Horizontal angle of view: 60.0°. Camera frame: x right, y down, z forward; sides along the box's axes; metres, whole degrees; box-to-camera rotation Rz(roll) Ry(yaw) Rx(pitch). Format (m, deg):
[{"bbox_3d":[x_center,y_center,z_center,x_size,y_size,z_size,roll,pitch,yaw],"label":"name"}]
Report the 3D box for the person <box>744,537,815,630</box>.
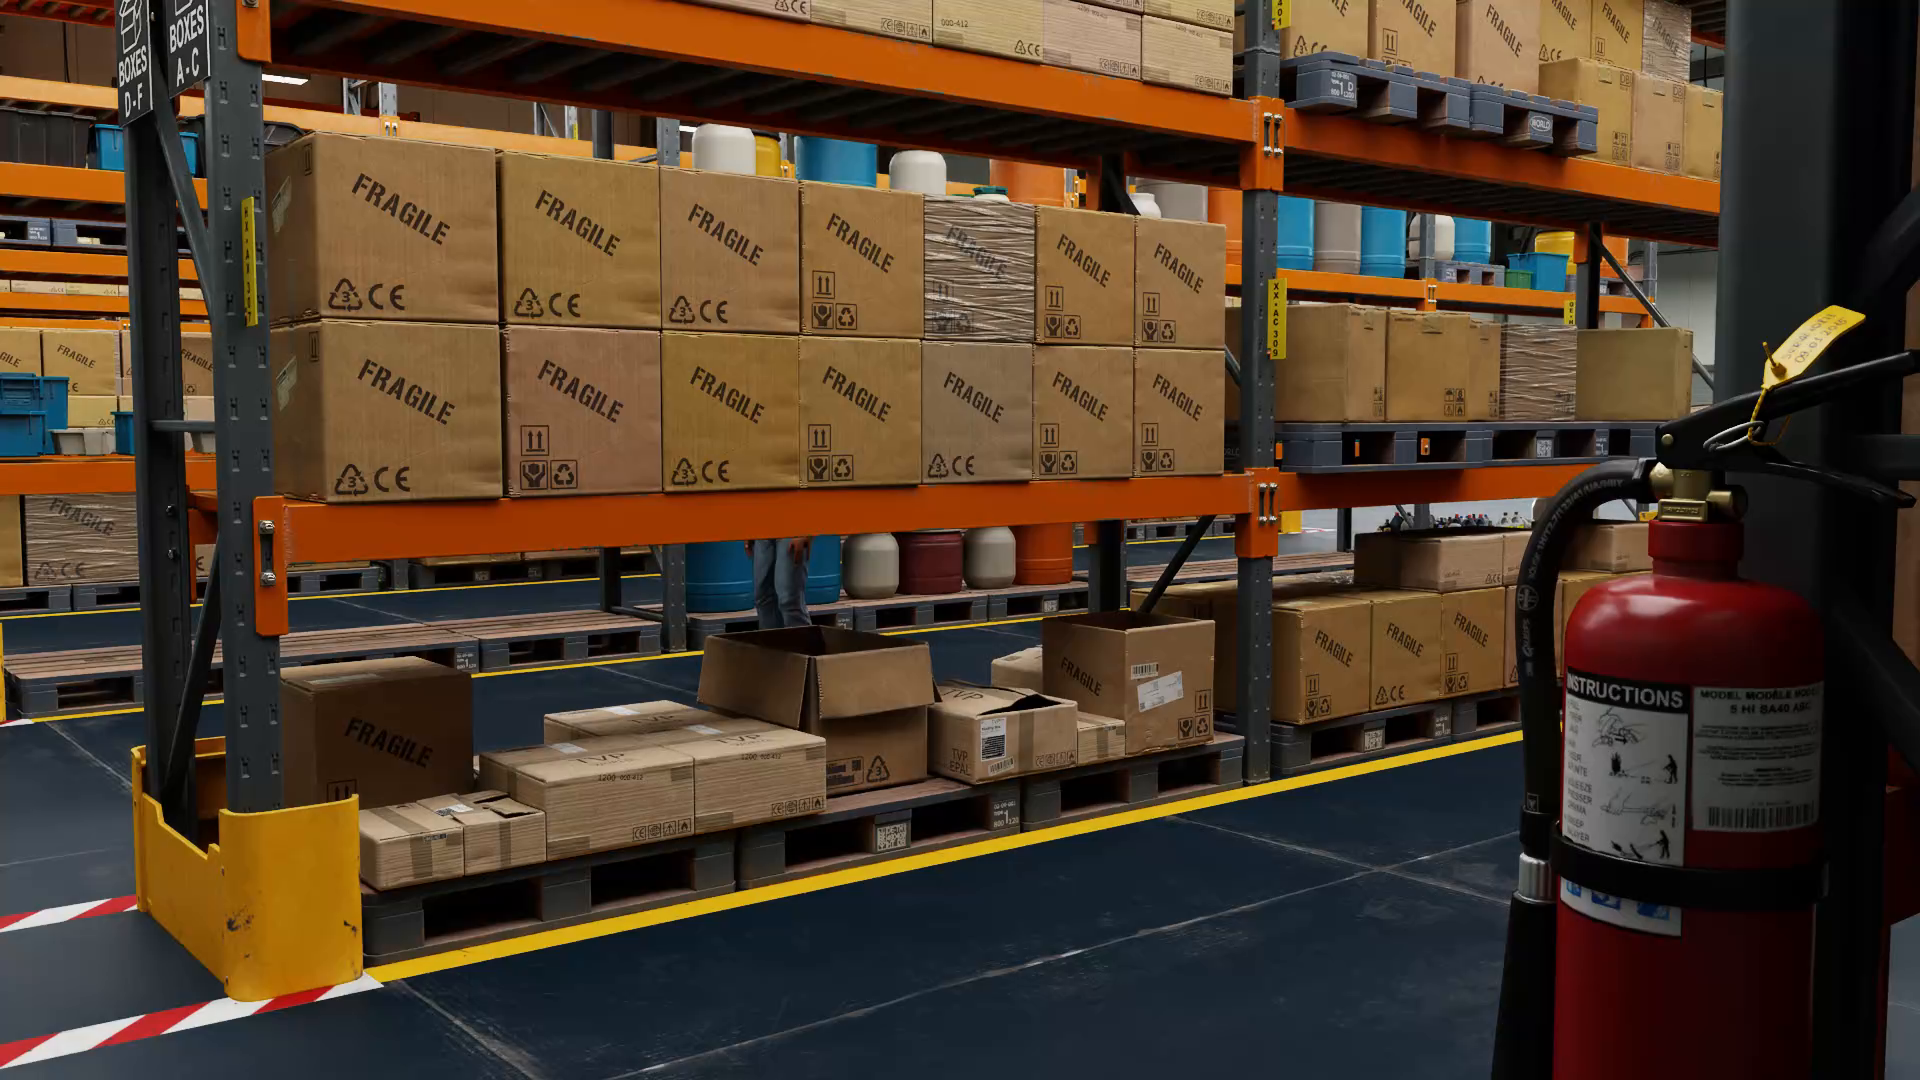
[{"bbox_3d":[-10.643,-4.163,16.019,7.034,9.002,23.262,-3,5,-38],"label":"person"}]
